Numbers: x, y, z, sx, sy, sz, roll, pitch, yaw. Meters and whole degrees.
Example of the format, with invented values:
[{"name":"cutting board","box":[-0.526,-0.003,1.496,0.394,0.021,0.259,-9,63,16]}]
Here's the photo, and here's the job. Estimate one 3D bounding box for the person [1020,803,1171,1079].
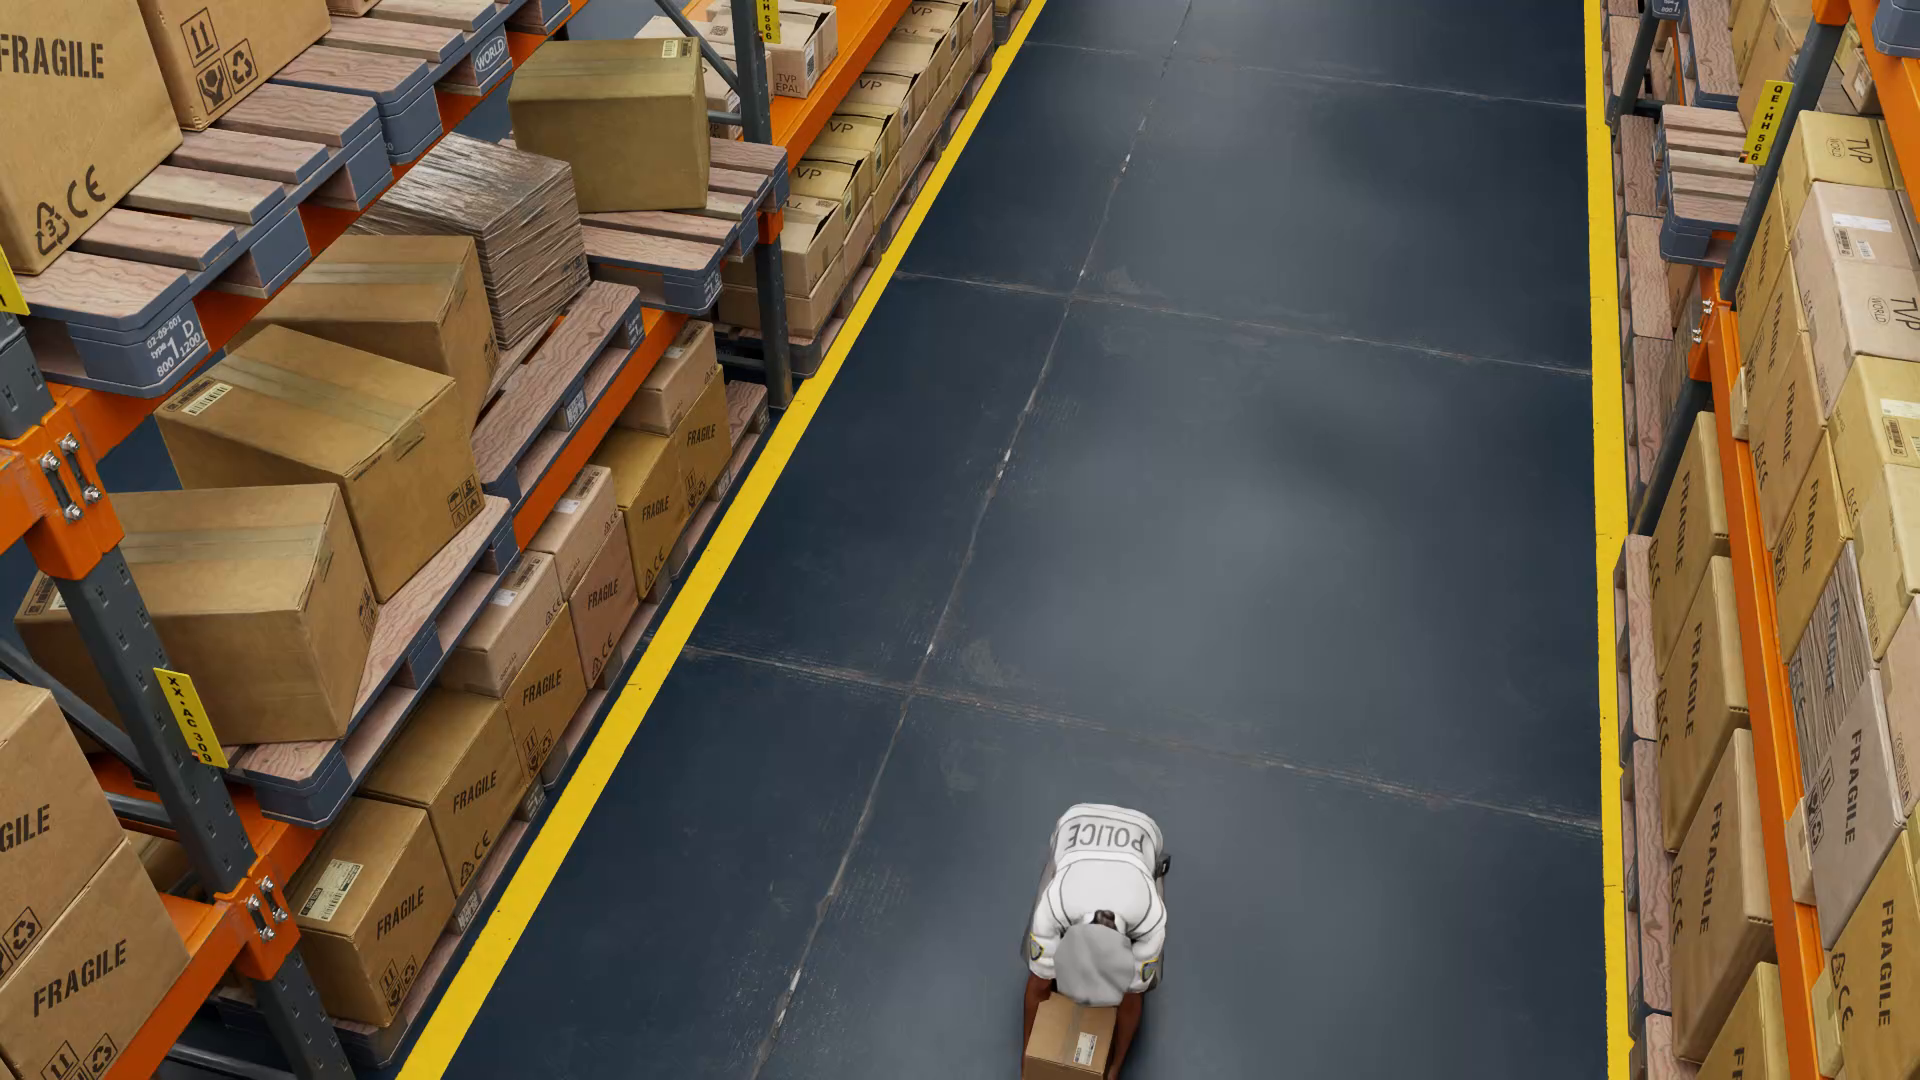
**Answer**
[{"name":"person","box":[0.445,1.279,5.430,0.473,0.848,0.896,10,42,11]}]
